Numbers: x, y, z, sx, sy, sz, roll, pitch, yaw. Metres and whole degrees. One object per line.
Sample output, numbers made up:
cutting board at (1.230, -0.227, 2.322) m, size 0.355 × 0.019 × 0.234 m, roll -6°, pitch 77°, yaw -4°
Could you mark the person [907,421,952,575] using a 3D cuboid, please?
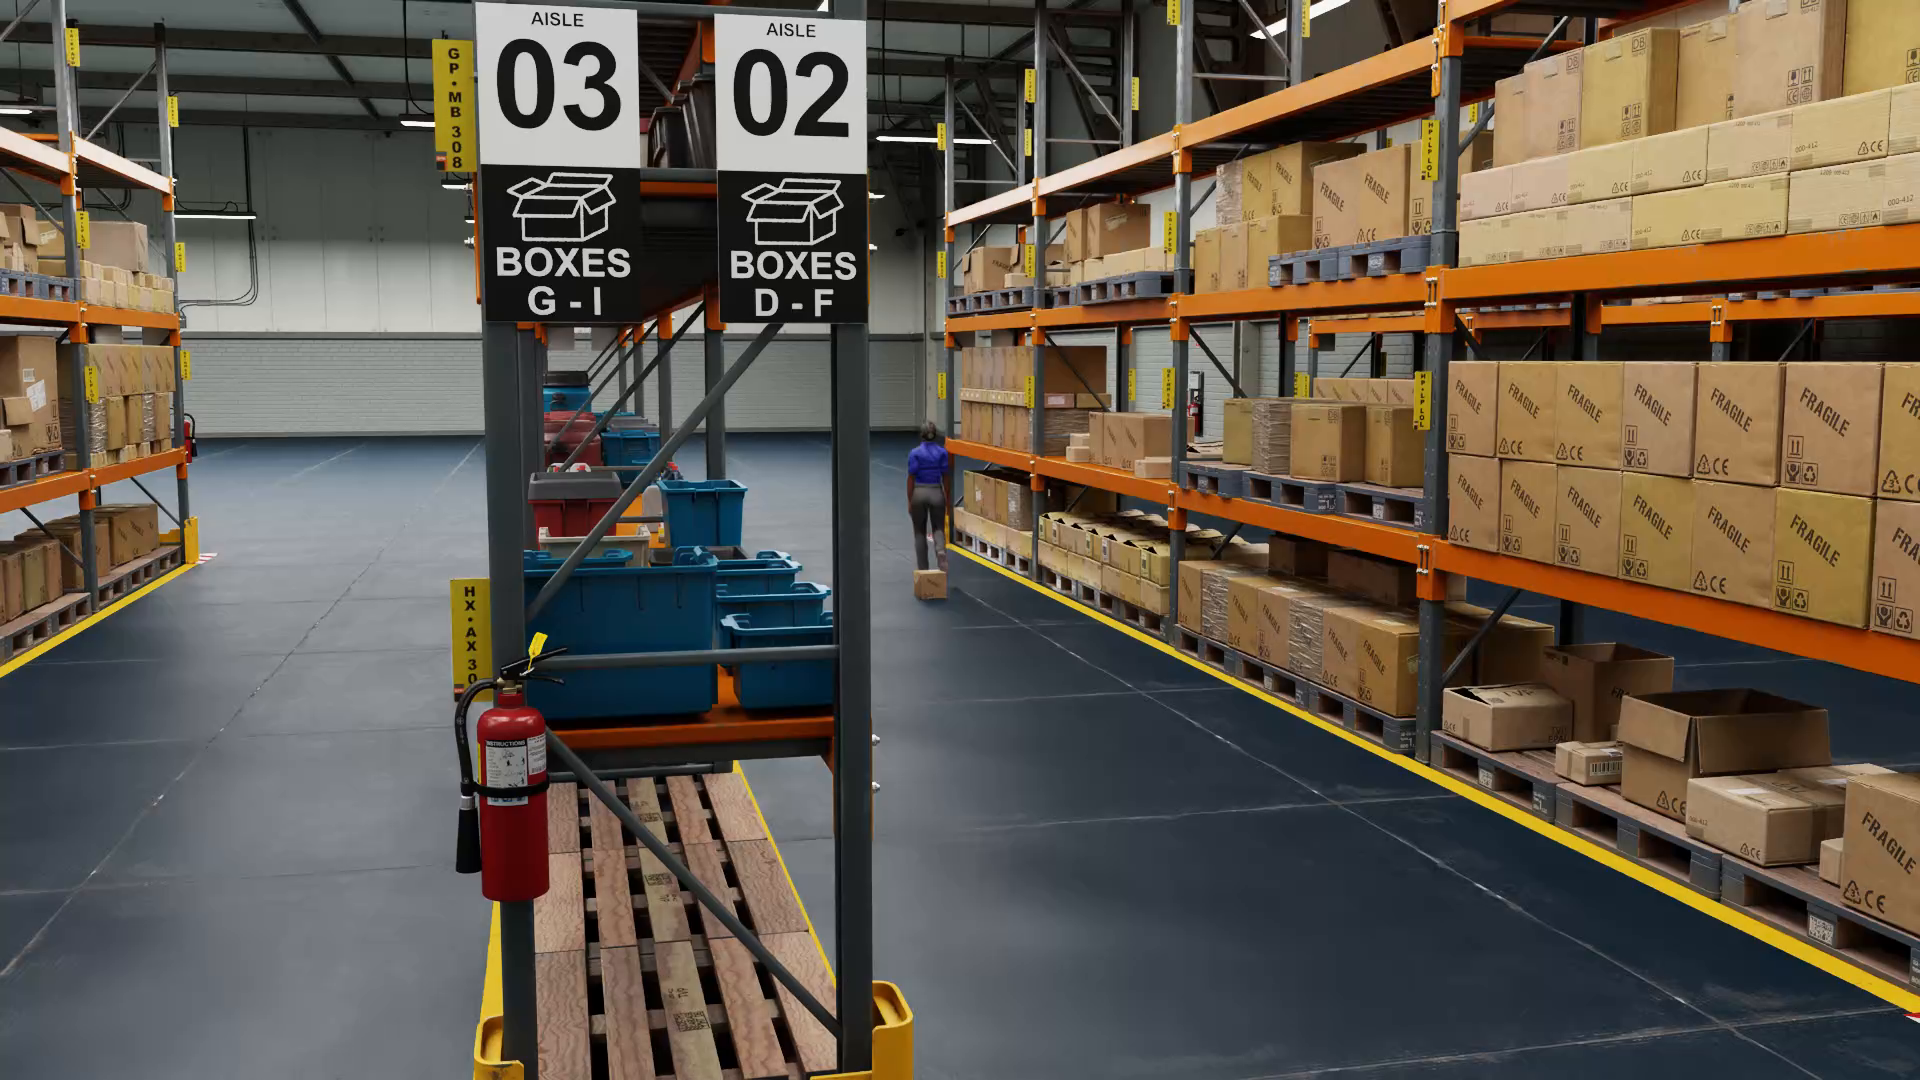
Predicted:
person at (-0.311, -0.406, 17.233) m, size 0.474 × 1.645 × 0.539 m, roll -2°, pitch 6°, yaw -14°
